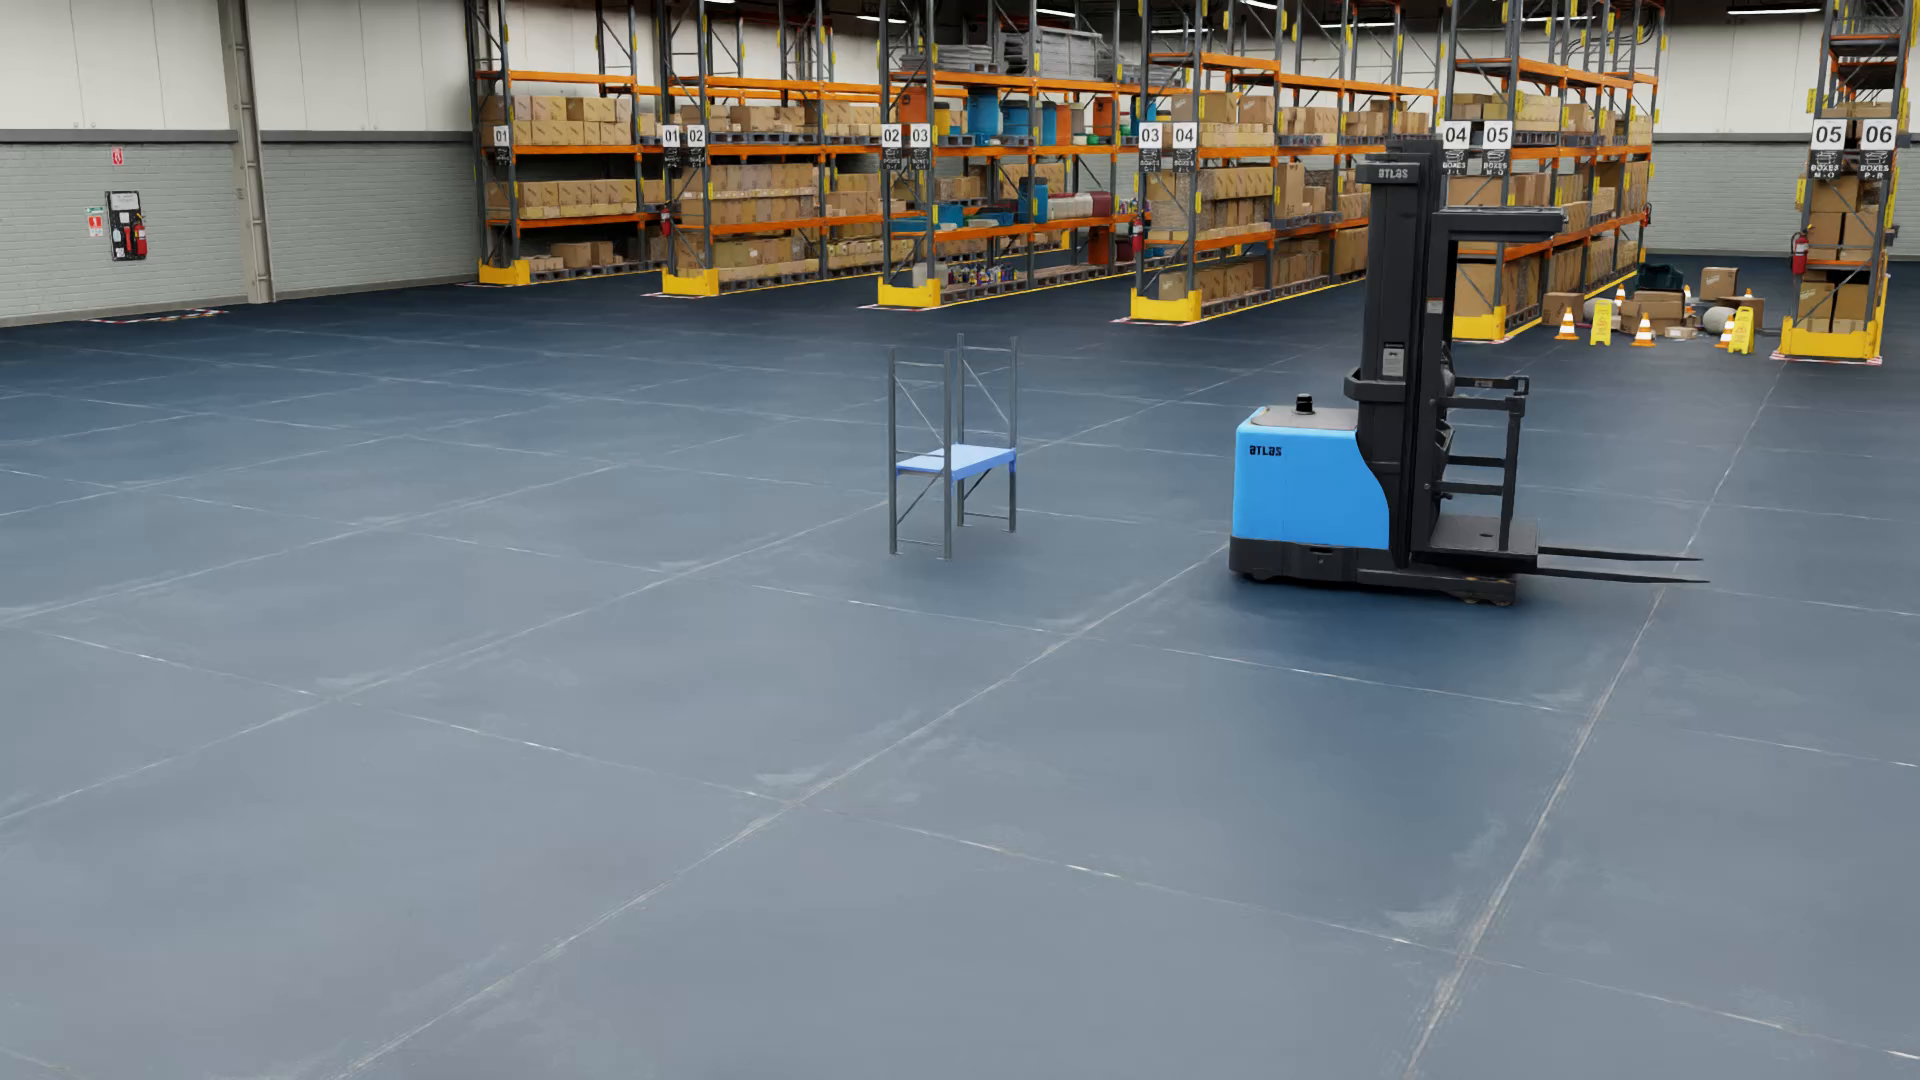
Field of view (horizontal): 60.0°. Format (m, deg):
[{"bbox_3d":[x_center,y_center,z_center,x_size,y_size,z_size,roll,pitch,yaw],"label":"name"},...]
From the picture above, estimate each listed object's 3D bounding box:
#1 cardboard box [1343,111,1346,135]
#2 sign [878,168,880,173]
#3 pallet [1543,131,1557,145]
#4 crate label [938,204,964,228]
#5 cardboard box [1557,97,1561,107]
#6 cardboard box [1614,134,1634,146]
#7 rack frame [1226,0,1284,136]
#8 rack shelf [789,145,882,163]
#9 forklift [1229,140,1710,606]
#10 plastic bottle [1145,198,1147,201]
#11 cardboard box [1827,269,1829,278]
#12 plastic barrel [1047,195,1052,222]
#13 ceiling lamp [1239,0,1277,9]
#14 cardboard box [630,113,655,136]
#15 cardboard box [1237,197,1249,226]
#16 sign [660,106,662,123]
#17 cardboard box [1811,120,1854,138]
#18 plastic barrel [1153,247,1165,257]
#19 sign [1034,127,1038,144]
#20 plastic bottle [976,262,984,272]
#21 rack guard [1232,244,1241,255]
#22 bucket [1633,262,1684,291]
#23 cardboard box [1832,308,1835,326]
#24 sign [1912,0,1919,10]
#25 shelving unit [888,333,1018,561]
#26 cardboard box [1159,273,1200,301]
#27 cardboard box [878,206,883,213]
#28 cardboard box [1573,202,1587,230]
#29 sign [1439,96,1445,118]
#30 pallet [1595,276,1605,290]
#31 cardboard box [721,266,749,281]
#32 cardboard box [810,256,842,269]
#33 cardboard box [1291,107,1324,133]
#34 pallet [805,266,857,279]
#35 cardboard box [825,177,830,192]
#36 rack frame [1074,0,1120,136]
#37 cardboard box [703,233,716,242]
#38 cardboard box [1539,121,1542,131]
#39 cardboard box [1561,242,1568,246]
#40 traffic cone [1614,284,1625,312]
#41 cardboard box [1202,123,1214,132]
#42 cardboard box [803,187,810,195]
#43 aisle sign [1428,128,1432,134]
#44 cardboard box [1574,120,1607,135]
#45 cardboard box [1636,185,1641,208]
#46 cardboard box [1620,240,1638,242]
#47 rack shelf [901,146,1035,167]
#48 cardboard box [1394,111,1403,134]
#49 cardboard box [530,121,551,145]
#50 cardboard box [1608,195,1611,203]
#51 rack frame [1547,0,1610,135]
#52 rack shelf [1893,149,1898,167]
[{"bbox_3d":[7.854,-8.829,35.245,0.500,0.500,0.500,8,16,31],"label":"cardboard box"},{"bbox_3d":[-2.341,-10.646,48.275,0.100,0.325,0.005,7,15,28],"label":"sign"},{"bbox_3d":[9.237,-6.642,27.475,1.003,0.211,1.213,7,15,28],"label":"pallet"},{"bbox_3d":[-0.268,-6.143,31.537,0.502,0.435,0.616,7,15,28],"label":"crate label"},{"bbox_3d":[9.744,-7.259,27.570,0.380,0.149,0.250,7,15,28],"label":"cardboard box"},{"bbox_3d":[13.964,-8.486,35.251,0.500,0.250,0.500,8,16,31],"label":"cardboard box"},{"bbox_3d":[5.349,-8.893,30.221,1.000,3.000,0.127,7,15,28],"label":"rack frame"},{"bbox_3d":[-2.355,-8.619,37.018,1.077,0.370,4.000,7,15,28],"label":"rack shelf"},{"bbox_3d":[3.419,-1.139,11.002,3.031,2.935,1.130,5,14,19],"label":"forklift"},{"bbox_3d":[4.407,-8.111,39.884,0.144,0.351,0.185,7,15,28],"label":"plastic bottle"},{"bbox_3d":[12.492,-3.909,24.333,0.380,0.149,0.250,8,16,29],"label":"cardboard box"},{"bbox_3d":[1.667,-6.775,33.947,0.433,0.535,0.433,0,14,0],"label":"plastic barrel"},{"bbox_3d":[6.927,-13.445,36.647,0.800,3.185,2.000,7,15,28],"label":"ceiling lamp"},{"bbox_3d":[-7.325,-9.474,37.923,0.500,0.500,0.500,10,17,36],"label":"cardboard box"},{"bbox_3d":[4.651,-5.872,29.642,0.875,0.500,0.500,7,15,28],"label":"cardboard box"},{"bbox_3d":[-5.723,-8.194,32.000,0.100,0.325,0.005,7,15,28],"label":"sign"},{"bbox_3d":[12.102,-5.699,23.056,0.500,0.250,0.500,7,15,27],"label":"cardboard box"},{"bbox_3d":[4.602,-7.254,39.802,0.600,0.901,0.708,7,15,28],"label":"plastic barrel"},{"bbox_3d":[1.489,-7.936,32.632,0.100,0.325,0.005,7,15,28],"label":"sign"},{"bbox_3d":[0.386,-5.329,32.951,0.144,0.351,0.185,7,15,28],"label":"plastic bottle"},{"bbox_3d":[6.814,-7.791,43.784,1.175,0.500,0.348,7,15,28],"label":"rack guard"},{"bbox_3d":[11.594,-4.252,27.514,0.620,0.611,0.726,1,9,-42],"label":"bucket"},{"bbox_3d":[13.000,-3.411,25.253,0.500,0.250,0.500,7,15,27],"label":"cardboard box"},{"bbox_3d":[14.490,-8.198,25.175,0.100,0.325,0.005,7,15,28],"label":"sign"},{"bbox_3d":[-0.041,-0.712,12.285,0.538,1.500,1.048,7,15,28],"label":"shelving unit"},{"bbox_3d":[3.732,-4.271,28.288,0.500,0.500,0.500,11,17,38],"label":"cardboard box"},{"bbox_3d":[-1.955,-7.530,37.905,0.380,0.149,0.250,9,16,32],"label":"cardboard box"},{"bbox_3d":[11.350,-6.038,30.966,0.500,0.500,0.500,7,15,28],"label":"cardboard box"},{"bbox_3d":[7.240,-6.488,24.924,0.100,0.325,0.005,7,15,28],"label":"sign"},{"bbox_3d":[12.545,-5.269,33.937,1.003,0.211,1.213,7,15,28],"label":"pallet"},{"bbox_3d":[-4.563,-5.334,33.231,0.500,0.250,0.500,7,15,28],"label":"cardboard box"},{"bbox_3d":[-2.910,-6.022,36.083,0.500,0.250,0.500,7,15,27],"label":"cardboard box"},{"bbox_3d":[6.780,-8.215,32.527,0.500,0.500,0.500,8,16,29],"label":"cardboard box"},{"bbox_3d":[-2.999,-5.900,36.555,1.003,0.211,1.213,7,15,28],"label":"pallet"},{"bbox_3d":[-3.795,-9.381,44.156,0.500,0.500,0.500,7,15,27],"label":"cardboard box"},{"bbox_3d":[2.947,-10.275,35.953,1.000,3.000,0.127,7,15,28],"label":"rack frame"},{"bbox_3d":[-6.379,-7.234,40.532,0.700,0.500,0.500,7,15,28],"label":"cardboard box"},{"bbox_3d":[9.009,-6.559,26.365,0.380,0.149,0.250,7,15,28],"label":"cardboard box"},{"bbox_3d":[11.677,-5.738,32.772,0.500,0.250,0.500,7,15,27],"label":"cardboard box"},{"bbox_3d":[11.612,-4.265,29.236,0.336,0.463,0.334,7,15,28],"label":"traffic cone"},{"bbox_3d":[3.961,-6.808,27.440,0.380,0.149,0.250,8,16,29],"label":"cardboard box"},{"bbox_3d":[-3.387,-7.333,34.954,0.380,0.149,0.250,7,15,27],"label":"cardboard box"},{"bbox_3d":[11.447,-9.683,40.752,0.394,0.787,0.004,7,15,28],"label":"aisle sign"},{"bbox_3d":[12.084,-7.808,31.909,0.500,0.500,0.500,7,15,28],"label":"cardboard box"},{"bbox_3d":[14.961,-7.718,37.298,0.500,0.500,0.500,7,15,28],"label":"cardboard box"},{"bbox_3d":[15.409,-6.826,38.365,0.380,0.149,0.250,8,15,29],"label":"cardboard box"},{"bbox_3d":[0.046,-7.236,31.283,1.077,0.370,4.000,7,15,28],"label":"rack shelf"},{"bbox_3d":[9.806,-9.655,38.458,0.700,0.500,0.500,8,16,31],"label":"cardboard box"},{"bbox_3d":[-8.922,-8.503,34.746,0.500,0.500,0.500,9,16,32],"label":"cardboard box"},{"bbox_3d":[13.241,-7.053,34.395,0.380,0.149,0.250,8,16,30],"label":"cardboard box"},{"bbox_3d":[11.575,-9.131,31.208,1.000,3.000,0.127,7,15,28],"label":"rack frame"},{"bbox_3d":[14.991,-6.373,27.702,1.077,0.370,4.000,7,15,28],"label":"rack shelf"}]
